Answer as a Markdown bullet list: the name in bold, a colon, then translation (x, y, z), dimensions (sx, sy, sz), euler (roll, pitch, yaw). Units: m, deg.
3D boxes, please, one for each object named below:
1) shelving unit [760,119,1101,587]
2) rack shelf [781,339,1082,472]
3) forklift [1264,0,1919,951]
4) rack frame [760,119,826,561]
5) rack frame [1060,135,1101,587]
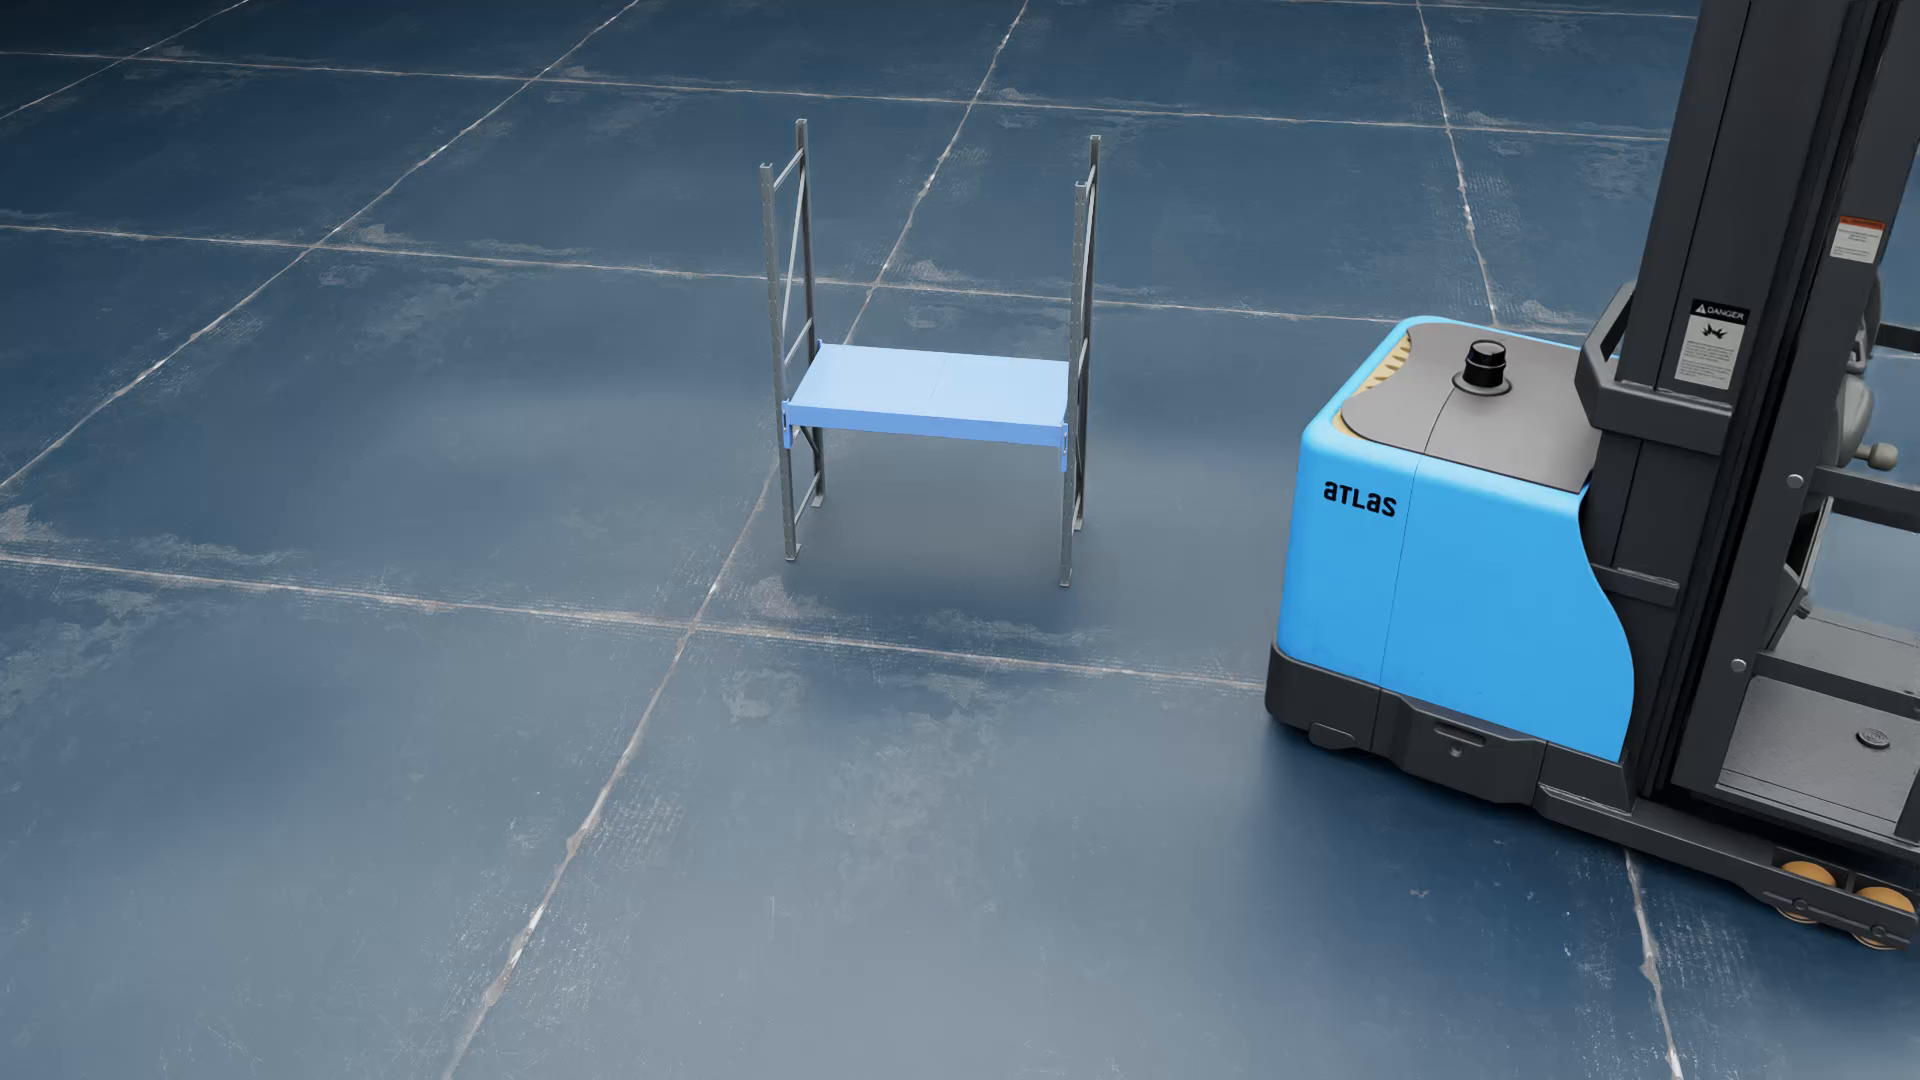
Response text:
- **shelving unit**: translation (-0.084, -0.643, 5.864), dimensions (1.048, 1.500, 0.538), euler (5, 32, 8)
- **rack shelf**: translation (-0.084, -0.491, 5.960), dimensions (1.000, 0.185, 0.538), euler (5, 32, 8)
- **forklift**: translation (2.496, -0.462, 4.225), dimensions (3.031, 2.935, 1.130), euler (18, 36, 26)
- **rack frame**: translation (-0.585, -0.689, 5.937), dimensions (0.032, 1.500, 0.500), euler (5, 32, 8)
- **rack frame**: translation (0.417, -0.598, 5.792), dimensions (0.032, 1.500, 0.500), euler (5, 32, 8)
